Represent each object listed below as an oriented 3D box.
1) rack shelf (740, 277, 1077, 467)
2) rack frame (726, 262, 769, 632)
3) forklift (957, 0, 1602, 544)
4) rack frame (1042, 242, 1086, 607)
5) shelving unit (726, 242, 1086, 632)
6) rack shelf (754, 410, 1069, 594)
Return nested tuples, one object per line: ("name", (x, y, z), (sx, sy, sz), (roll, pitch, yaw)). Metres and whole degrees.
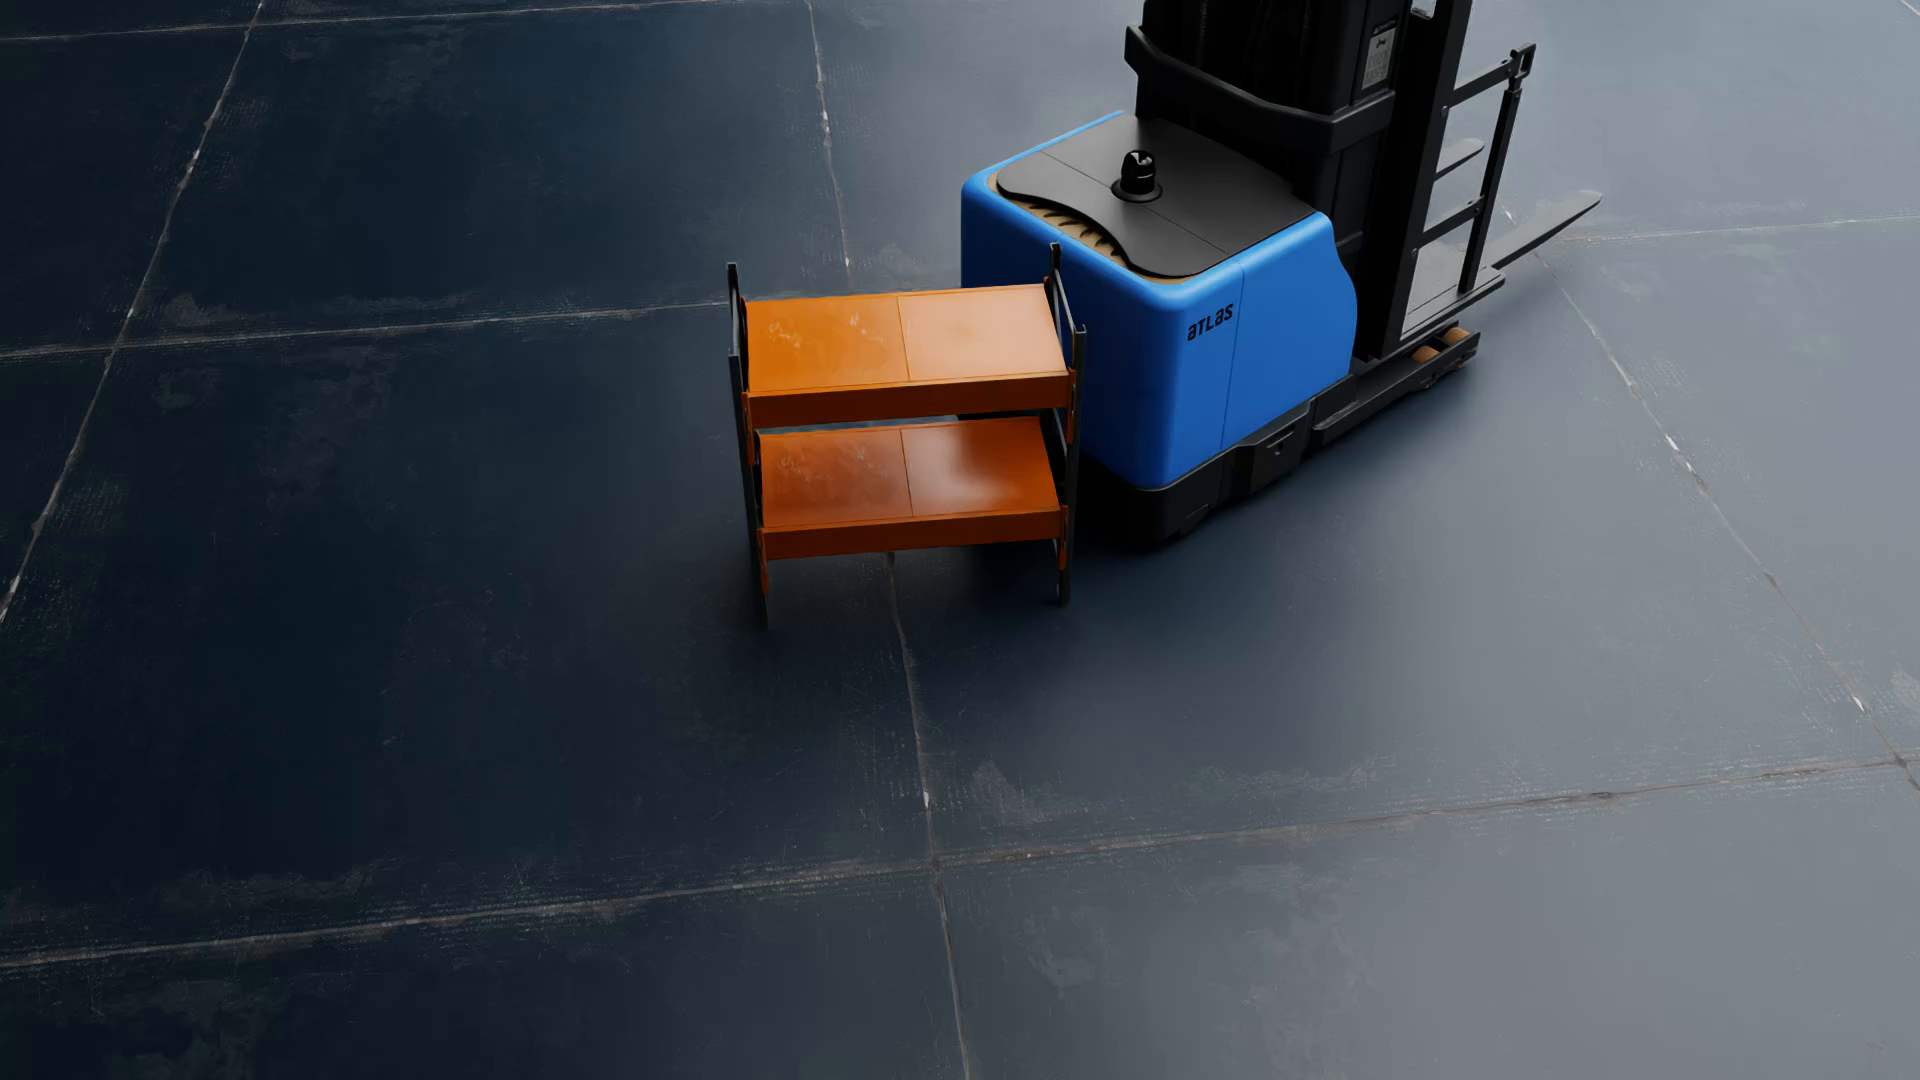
("rack shelf", (-0.177, -0.535, 5.210), (1.000, 0.278, 0.538), (-4, 42, -5))
("rack frame", (-0.682, -0.279, 5.363), (0.032, 1.125, 0.500), (-4, 42, -5))
("forklift", (1.431, -1.923, 5.837), (3.031, 2.935, 1.130), (-30, 50, -29))
("rack frame", (0.328, -0.357, 5.449), (0.032, 1.125, 0.500), (-4, 42, -5))
("shelving unit", (-0.177, -0.318, 5.406), (1.048, 1.125, 0.538), (-4, 42, -5))
("rack shelf", (-0.177, -0.136, 5.570), (1.000, 0.278, 0.538), (-4, 42, -5))
